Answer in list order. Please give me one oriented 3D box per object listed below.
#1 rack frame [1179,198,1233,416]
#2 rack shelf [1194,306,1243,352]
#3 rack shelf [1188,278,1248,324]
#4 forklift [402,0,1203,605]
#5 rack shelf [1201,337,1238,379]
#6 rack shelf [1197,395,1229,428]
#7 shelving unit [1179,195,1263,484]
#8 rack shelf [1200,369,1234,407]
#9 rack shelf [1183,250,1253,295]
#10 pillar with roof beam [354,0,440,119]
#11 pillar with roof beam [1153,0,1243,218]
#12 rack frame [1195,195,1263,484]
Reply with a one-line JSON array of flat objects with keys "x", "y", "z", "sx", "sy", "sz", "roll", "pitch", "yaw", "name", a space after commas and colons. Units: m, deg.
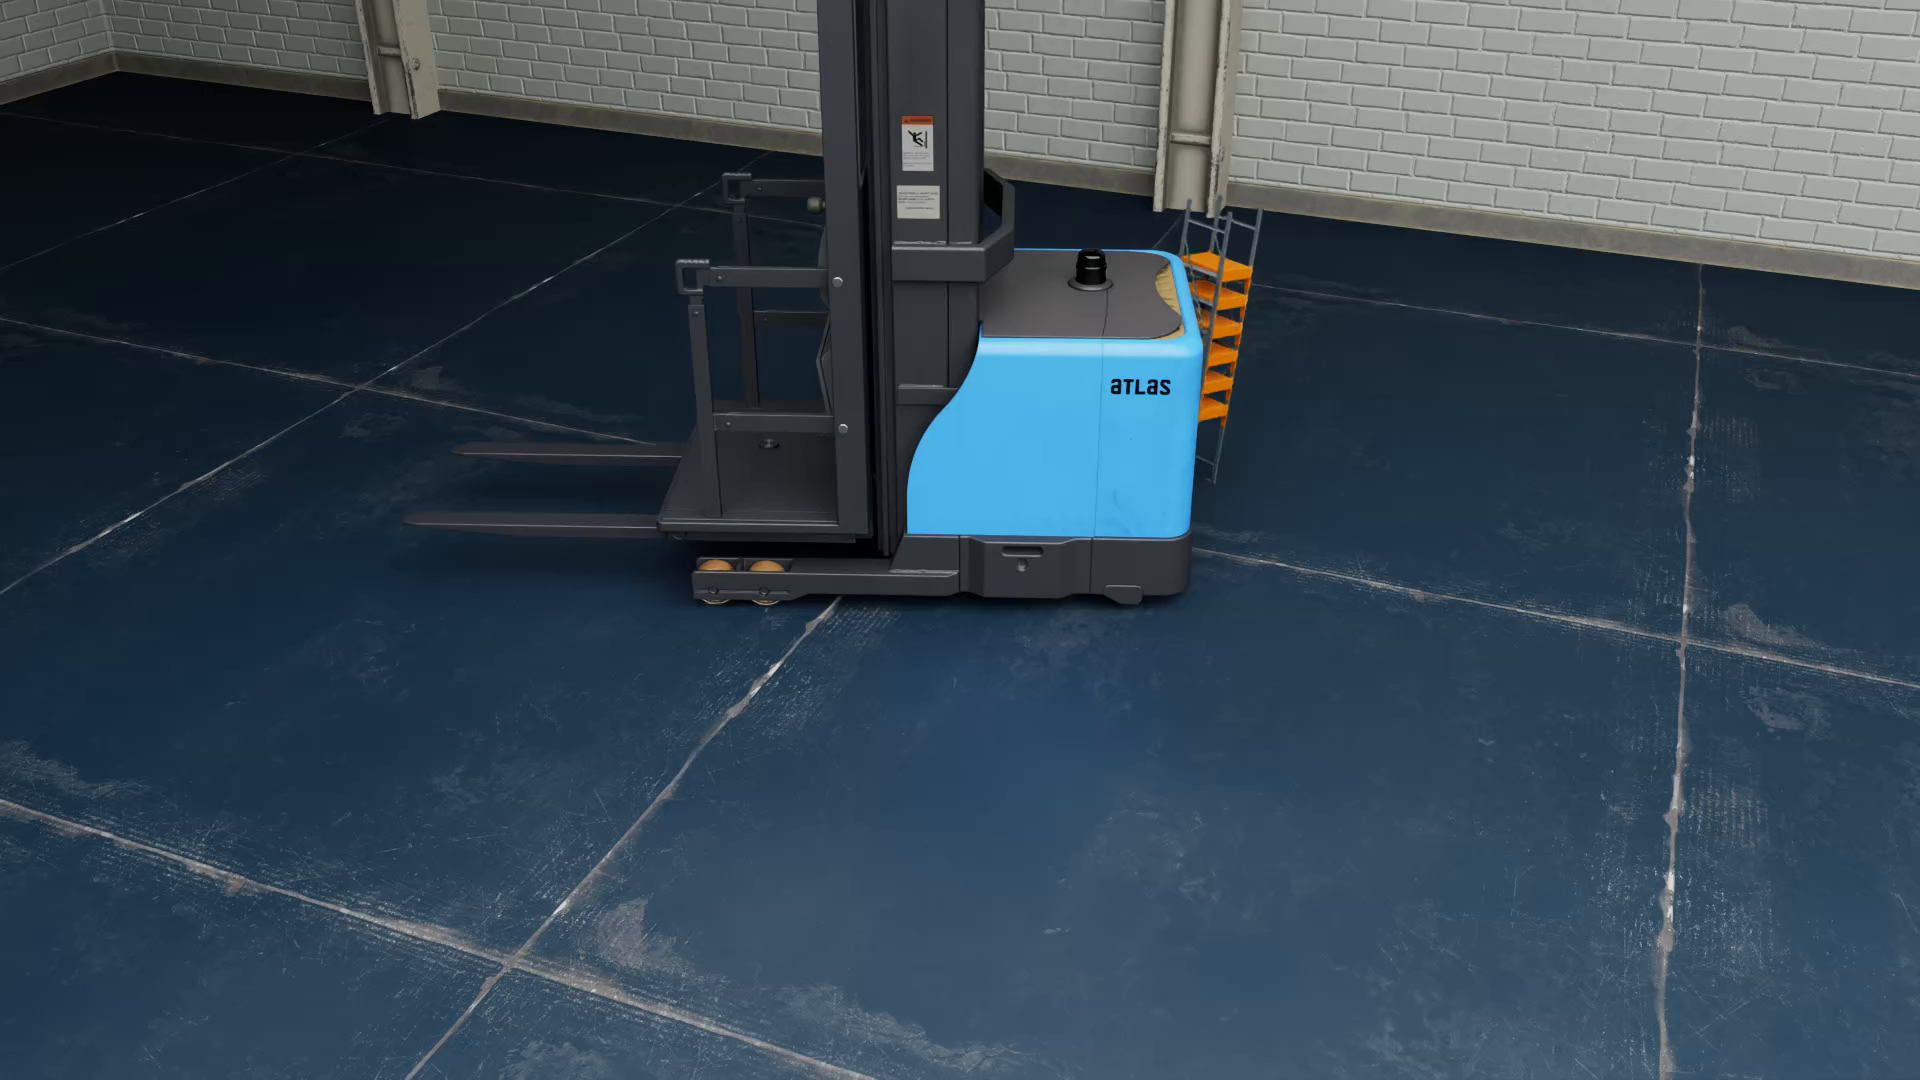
[{"x": 0.941, "y": -0.795, "z": 6.898, "sx": 0.006, "sy": 1.200, "sz": 0.240, "roll": -14, "pitch": 32, "yaw": -38, "name": "rack frame"}, {"x": 1.019, "y": -0.882, "z": 6.922, "sx": 0.180, "sy": 0.103, "sz": 0.258, "roll": -14, "pitch": 32, "yaw": -38, "name": "rack shelf"}, {"x": 1.030, "y": -0.990, "z": 6.872, "sx": 0.180, "sy": 0.103, "sz": 0.258, "roll": -14, "pitch": 32, "yaw": -38, "name": "rack shelf"}, {"x": -0.630, "y": -1.287, "z": 6.049, "sx": 3.031, "sy": 2.935, "sz": 1.130, "roll": 1, "pitch": 29, "yaw": 2, "name": "forklift"}, {"x": 1.007, "y": -0.773, "z": 6.972, "sx": 0.180, "sy": 0.103, "sz": 0.258, "roll": -14, "pitch": 32, "yaw": -38, "name": "rack shelf"}, {"x": 0.984, "y": -0.556, "z": 7.072, "sx": 0.180, "sy": 0.103, "sz": 0.258, "roll": -14, "pitch": 32, "yaw": -38, "name": "rack shelf"}, {"x": 1.011, "y": -0.813, "z": 6.953, "sx": 0.189, "sy": 1.200, "sz": 0.258, "roll": -14, "pitch": 32, "yaw": -38, "name": "shelving unit"}, {"x": 0.995, "y": -0.665, "z": 7.022, "sx": 0.180, "sy": 0.103, "sz": 0.258, "roll": -14, "pitch": 32, "yaw": -38, "name": "rack shelf"}, {"x": 1.042, "y": -1.099, "z": 6.822, "sx": 0.180, "sy": 0.103, "sz": 0.258, "roll": -14, "pitch": 32, "yaw": -38, "name": "rack shelf"}, {"x": -5.735, "y": -5.154, "z": 6.724, "sx": 0.400, "sy": 9.000, "sz": 9.100, "roll": 11, "pitch": 31, "yaw": 19, "name": "pillar with roof beam"}, {"x": -0.175, "y": -4.044, "z": 4.760, "sx": 0.400, "sy": 9.000, "sz": 9.100, "roll": 11, "pitch": 31, "yaw": 19, "name": "pillar with roof beam"}, {"x": 1.081, "y": -0.832, "z": 7.009, "sx": 0.006, "sy": 1.200, "sz": 0.240, "roll": -14, "pitch": 32, "yaw": -38, "name": "rack frame"}]
